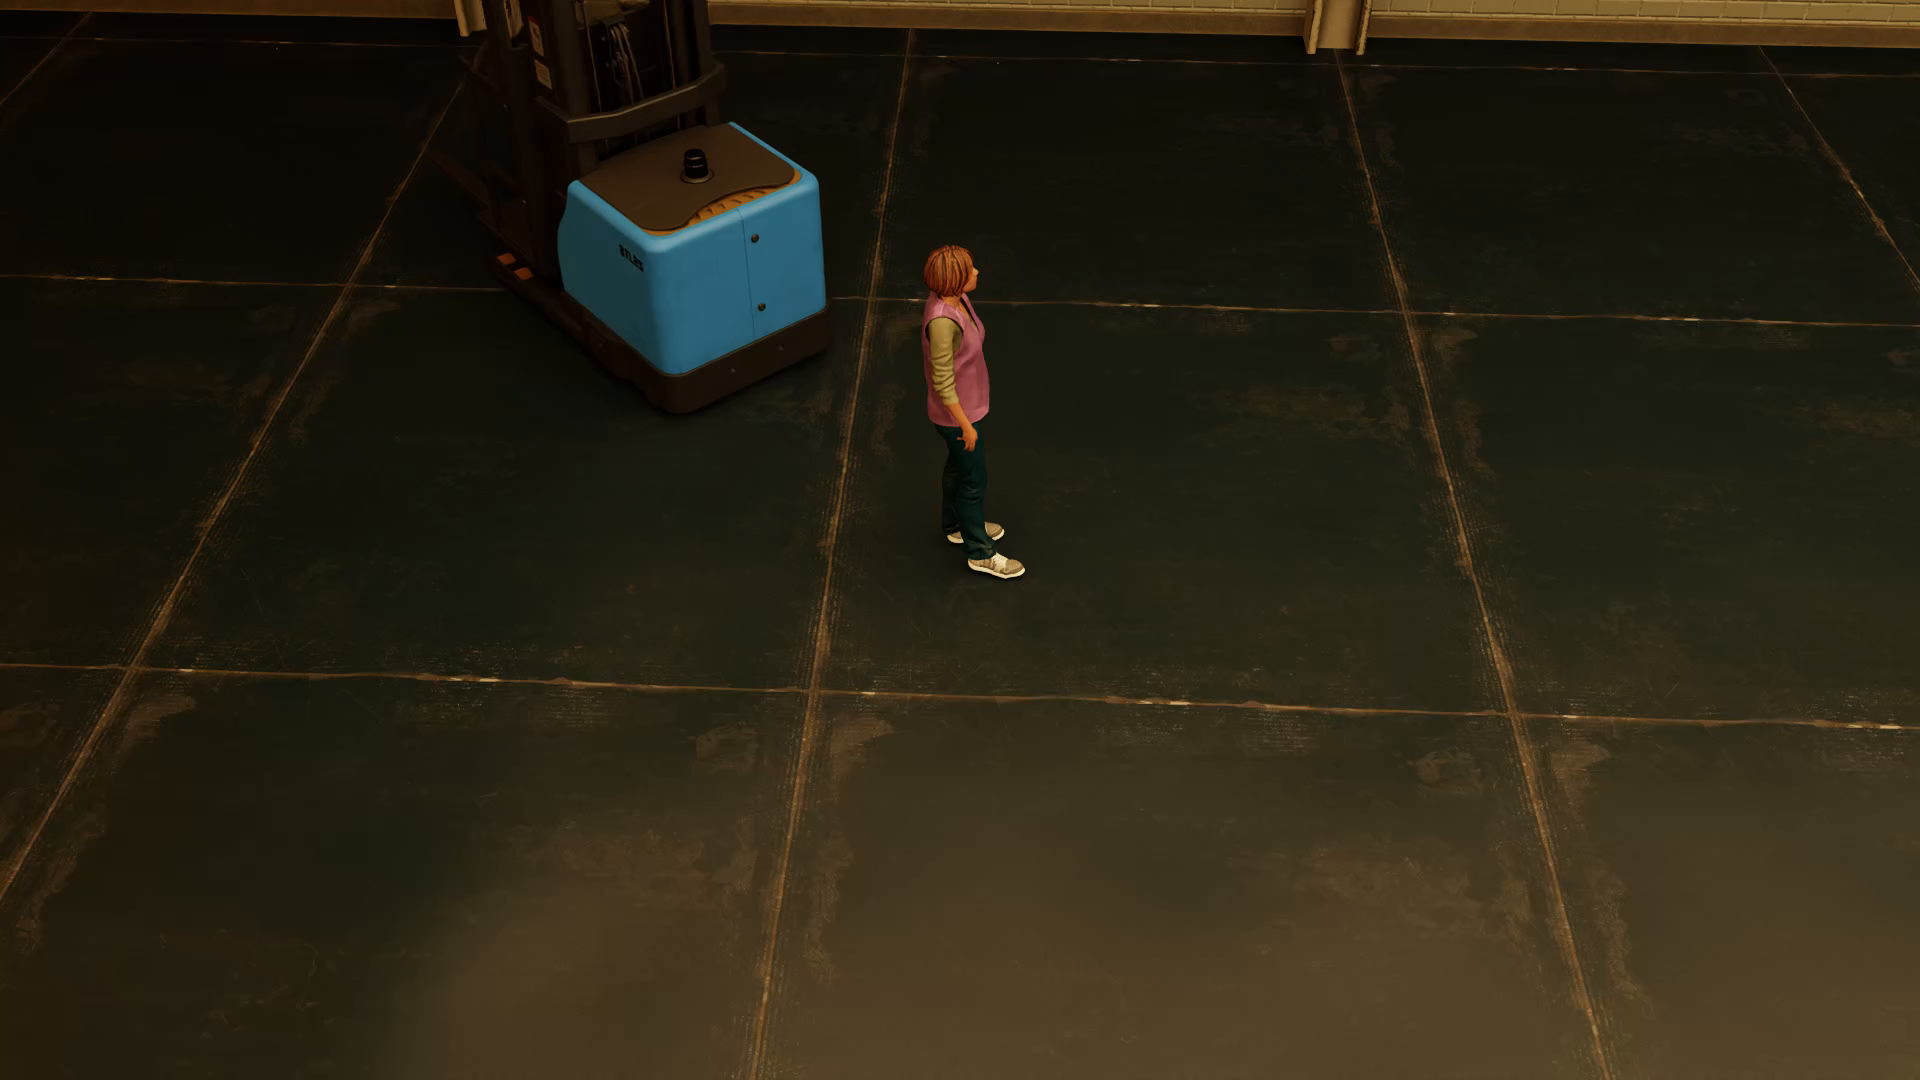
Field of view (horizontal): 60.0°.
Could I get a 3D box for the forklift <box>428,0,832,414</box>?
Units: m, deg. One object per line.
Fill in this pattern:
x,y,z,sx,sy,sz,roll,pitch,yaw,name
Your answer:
-2.026,-2.653,8.648,1.130,2.935,3.031,-30,50,-28,forklift

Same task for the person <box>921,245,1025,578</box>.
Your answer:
0.074,-0.584,7.360,0.472,1.600,0.520,2,42,2,person
